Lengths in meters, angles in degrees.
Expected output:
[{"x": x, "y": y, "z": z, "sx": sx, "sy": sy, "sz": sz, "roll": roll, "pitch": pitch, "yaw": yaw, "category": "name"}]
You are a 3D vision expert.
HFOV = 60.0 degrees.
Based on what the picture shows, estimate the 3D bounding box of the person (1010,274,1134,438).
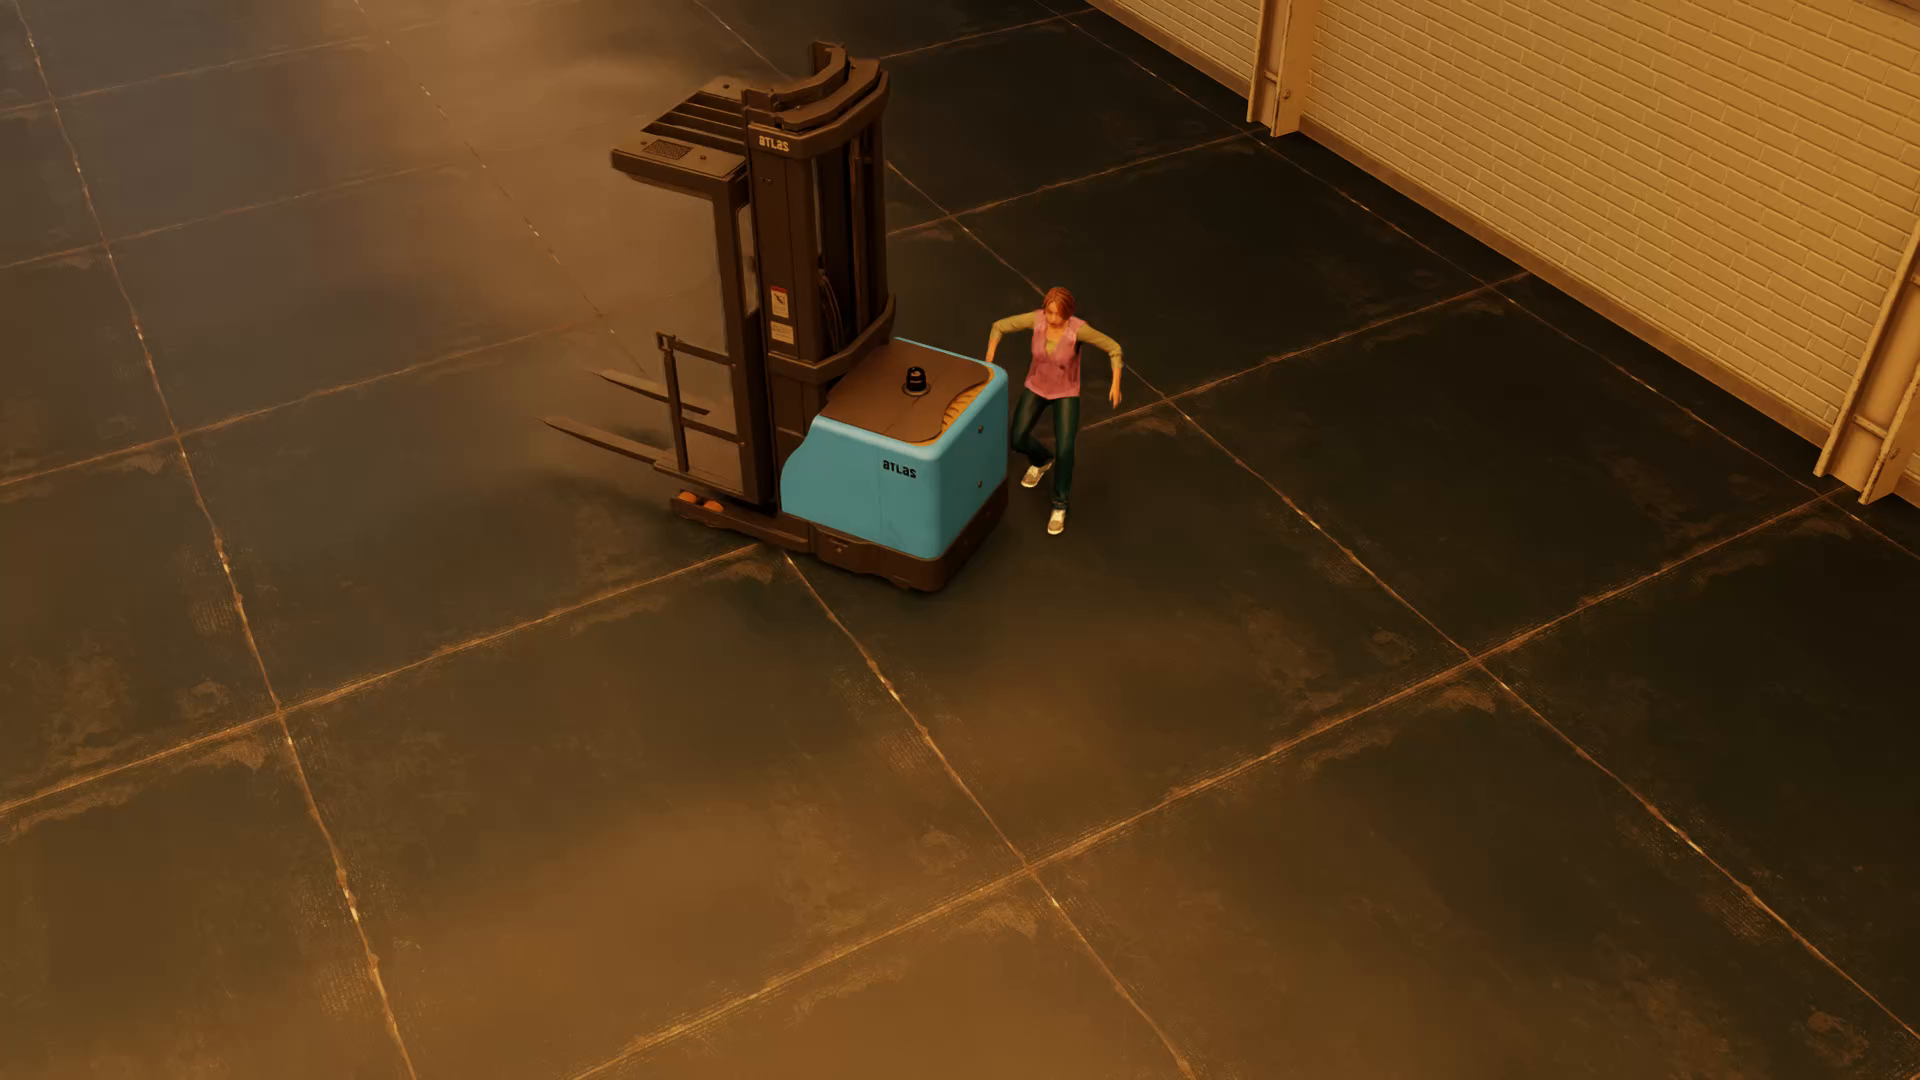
[{"x": 0.672, "y": -0.986, "z": 10.522, "sx": 0.704, "sy": 1.306, "sz": 1.379, "roll": 29, "pitch": 48, "yaw": 31, "category": "person"}]

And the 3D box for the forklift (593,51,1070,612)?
[{"x": -0.889, "y": -1.369, "z": 9.686, "sx": 3.031, "sy": 2.935, "sz": 1.130, "roll": 18, "pitch": 43, "yaw": 21, "category": "forklift"}]
